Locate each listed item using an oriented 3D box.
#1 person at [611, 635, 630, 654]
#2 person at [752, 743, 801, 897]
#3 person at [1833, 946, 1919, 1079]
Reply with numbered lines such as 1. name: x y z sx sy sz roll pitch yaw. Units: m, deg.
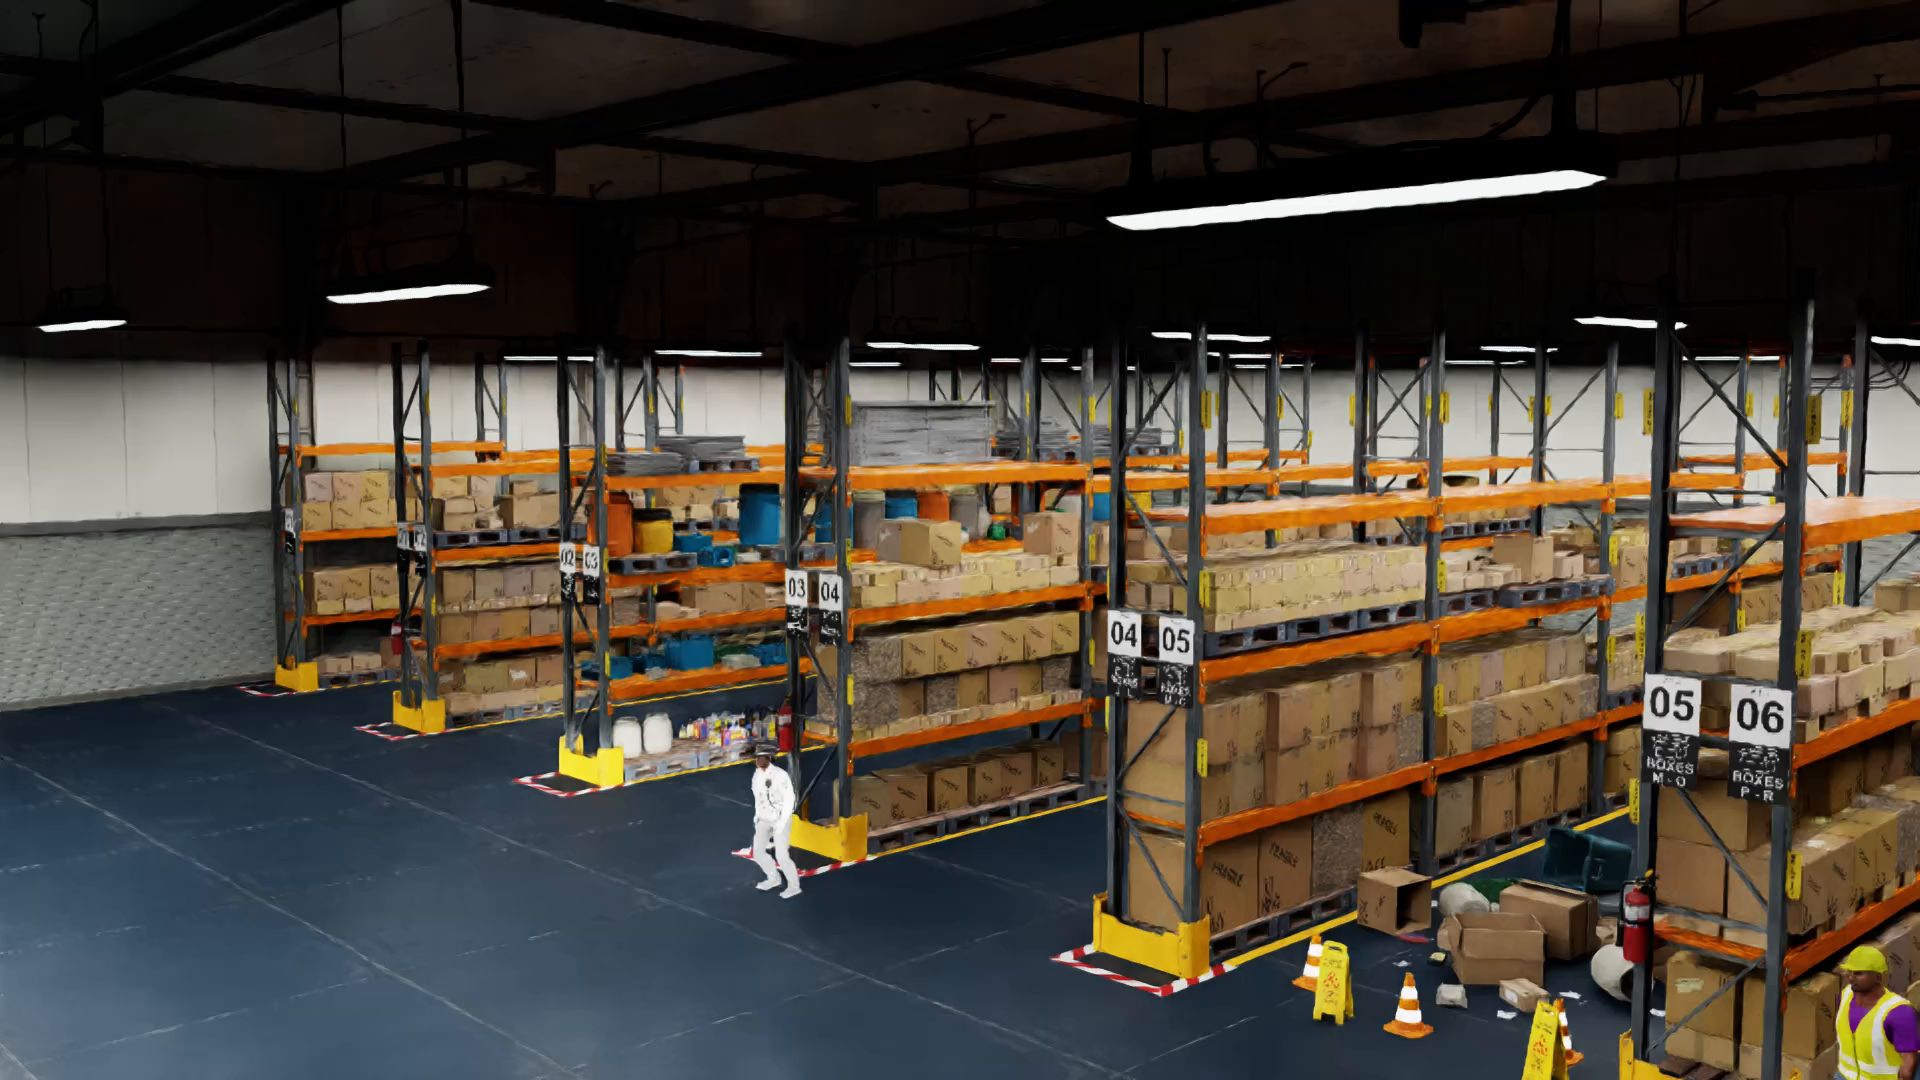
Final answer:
1. person: -6.392 1.531 31.489 0.454 1.788 0.601 2 5 19
2. person: -1.921 2.873 17.181 0.639 1.632 0.512 5 7 44
3. person: 5.782 3.412 10.399 0.823 1.739 0.706 -2 5 -25
